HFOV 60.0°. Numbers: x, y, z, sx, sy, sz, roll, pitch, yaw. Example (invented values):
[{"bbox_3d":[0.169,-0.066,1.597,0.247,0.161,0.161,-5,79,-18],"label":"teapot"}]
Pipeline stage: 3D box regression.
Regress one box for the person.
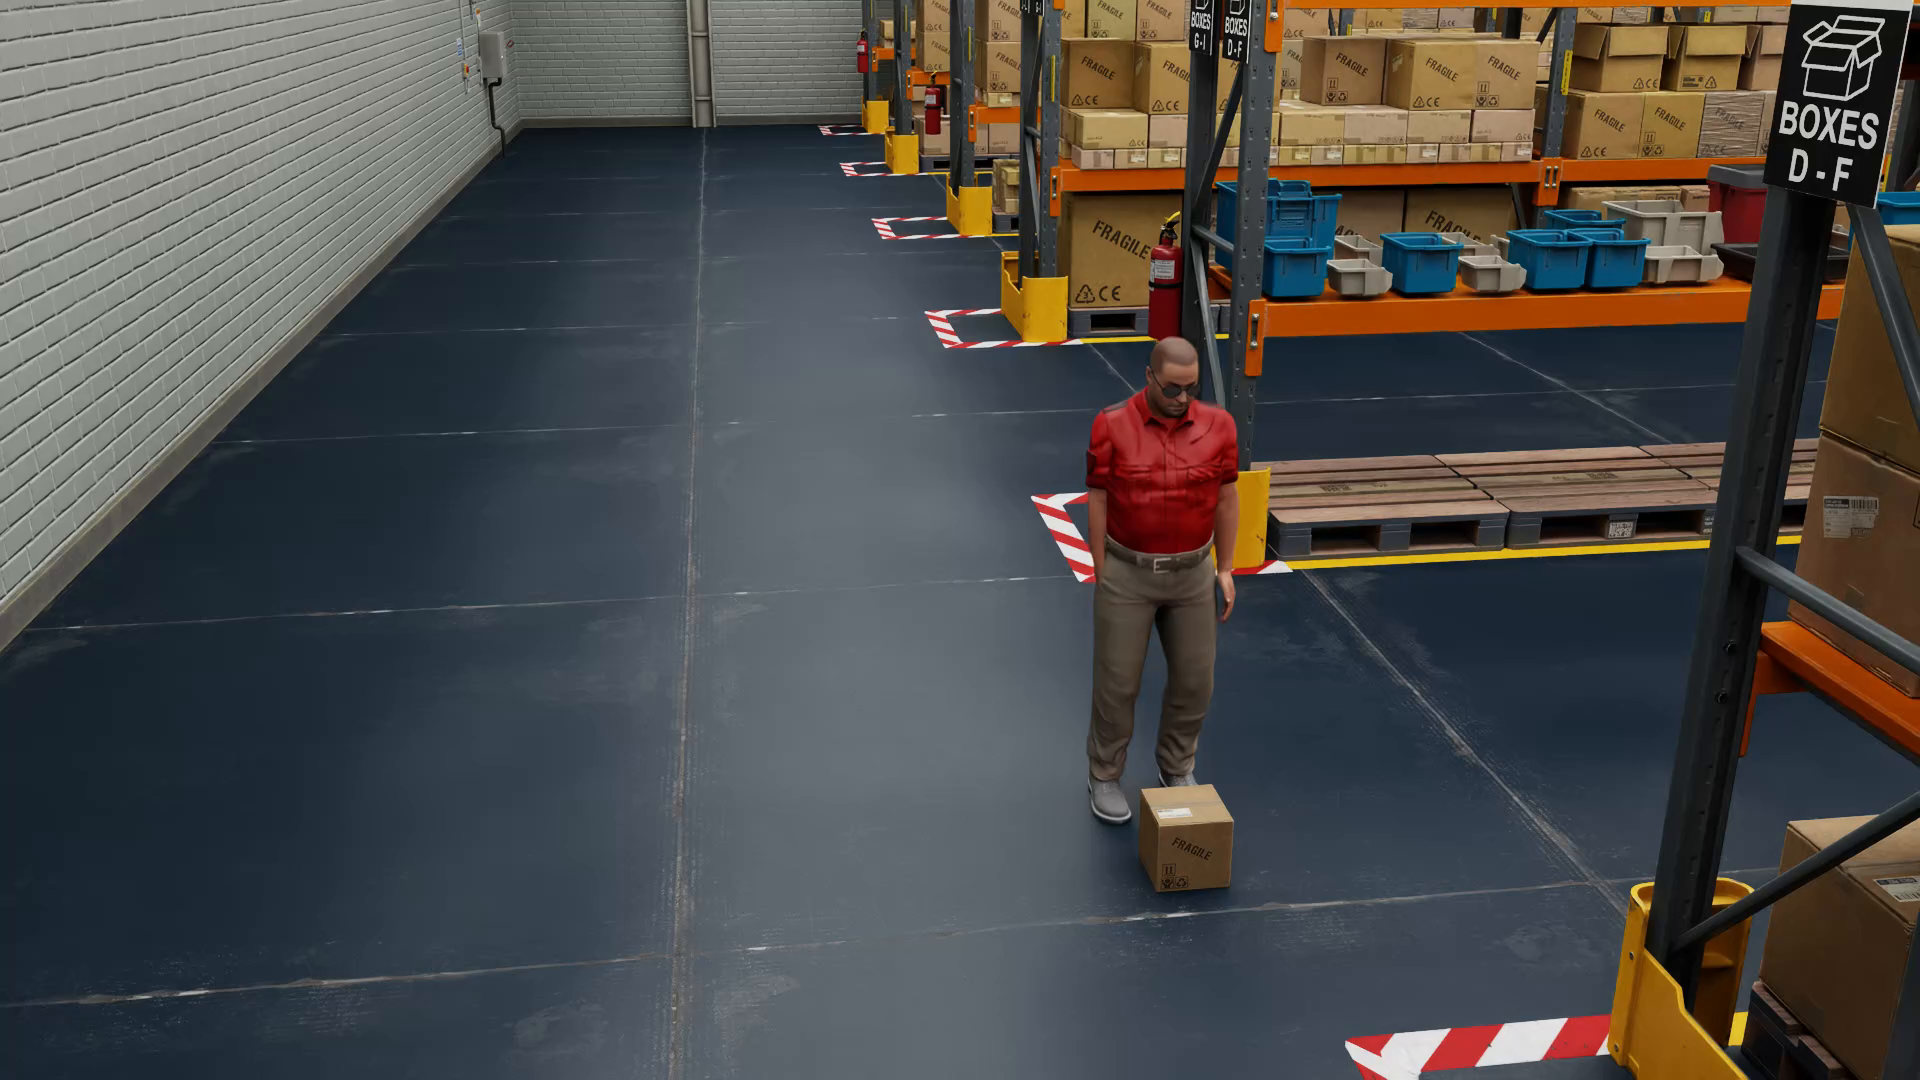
[{"bbox_3d":[0.678,0.141,5.745,0.434,1.549,0.356,-2,20,-7],"label":"person"}]
